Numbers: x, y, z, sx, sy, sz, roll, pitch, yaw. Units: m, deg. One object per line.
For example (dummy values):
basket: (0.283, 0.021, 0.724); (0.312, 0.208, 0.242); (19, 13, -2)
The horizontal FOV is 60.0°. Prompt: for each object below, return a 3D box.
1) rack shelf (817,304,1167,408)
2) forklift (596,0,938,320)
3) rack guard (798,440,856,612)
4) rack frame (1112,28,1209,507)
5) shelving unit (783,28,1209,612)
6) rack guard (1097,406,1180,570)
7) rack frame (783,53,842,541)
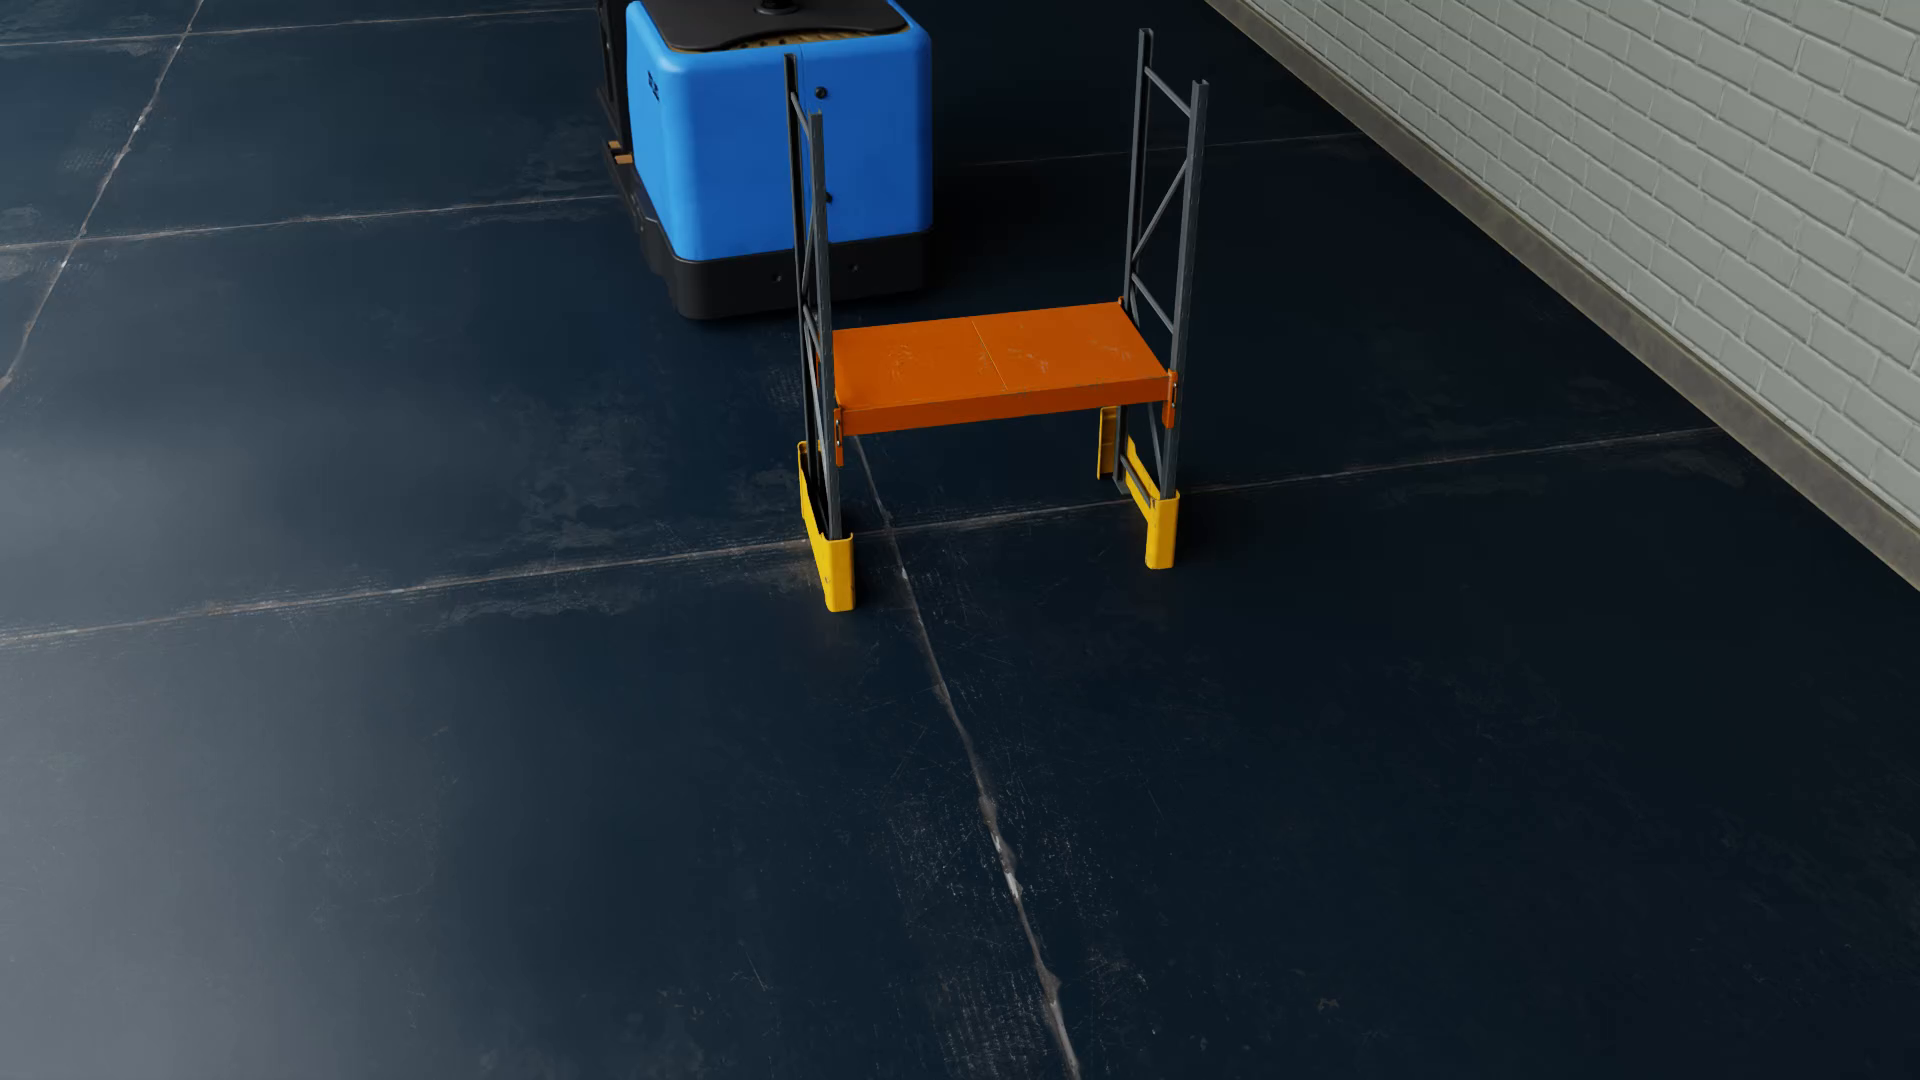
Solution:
rack shelf: (0.083, -0.539, 4.911); (0.952, 0.026, 0.459); (-7, 35, -11)
forklift: (-16.043, -2.947, 7.011); (29.544, 2.935, 12.703); (-10, 35, -15)
rack guard: (-0.411, -0.052, 5.103); (0.087, 0.250, 0.587); (-7, 35, -11)
rack frame: (0.579, -0.696, 4.941); (0.032, 1.500, 0.500); (-7, 35, -11)
shelving unit: (0.074, -0.632, 4.846); (1.083, 1.500, 0.587); (-7, 35, -11)
rack guard: (0.560, -0.174, 5.286); (0.087, 0.250, 0.587); (-7, 35, -11)
rack frame: (-0.413, -0.571, 4.755); (0.032, 1.500, 0.500); (-7, 35, -11)
